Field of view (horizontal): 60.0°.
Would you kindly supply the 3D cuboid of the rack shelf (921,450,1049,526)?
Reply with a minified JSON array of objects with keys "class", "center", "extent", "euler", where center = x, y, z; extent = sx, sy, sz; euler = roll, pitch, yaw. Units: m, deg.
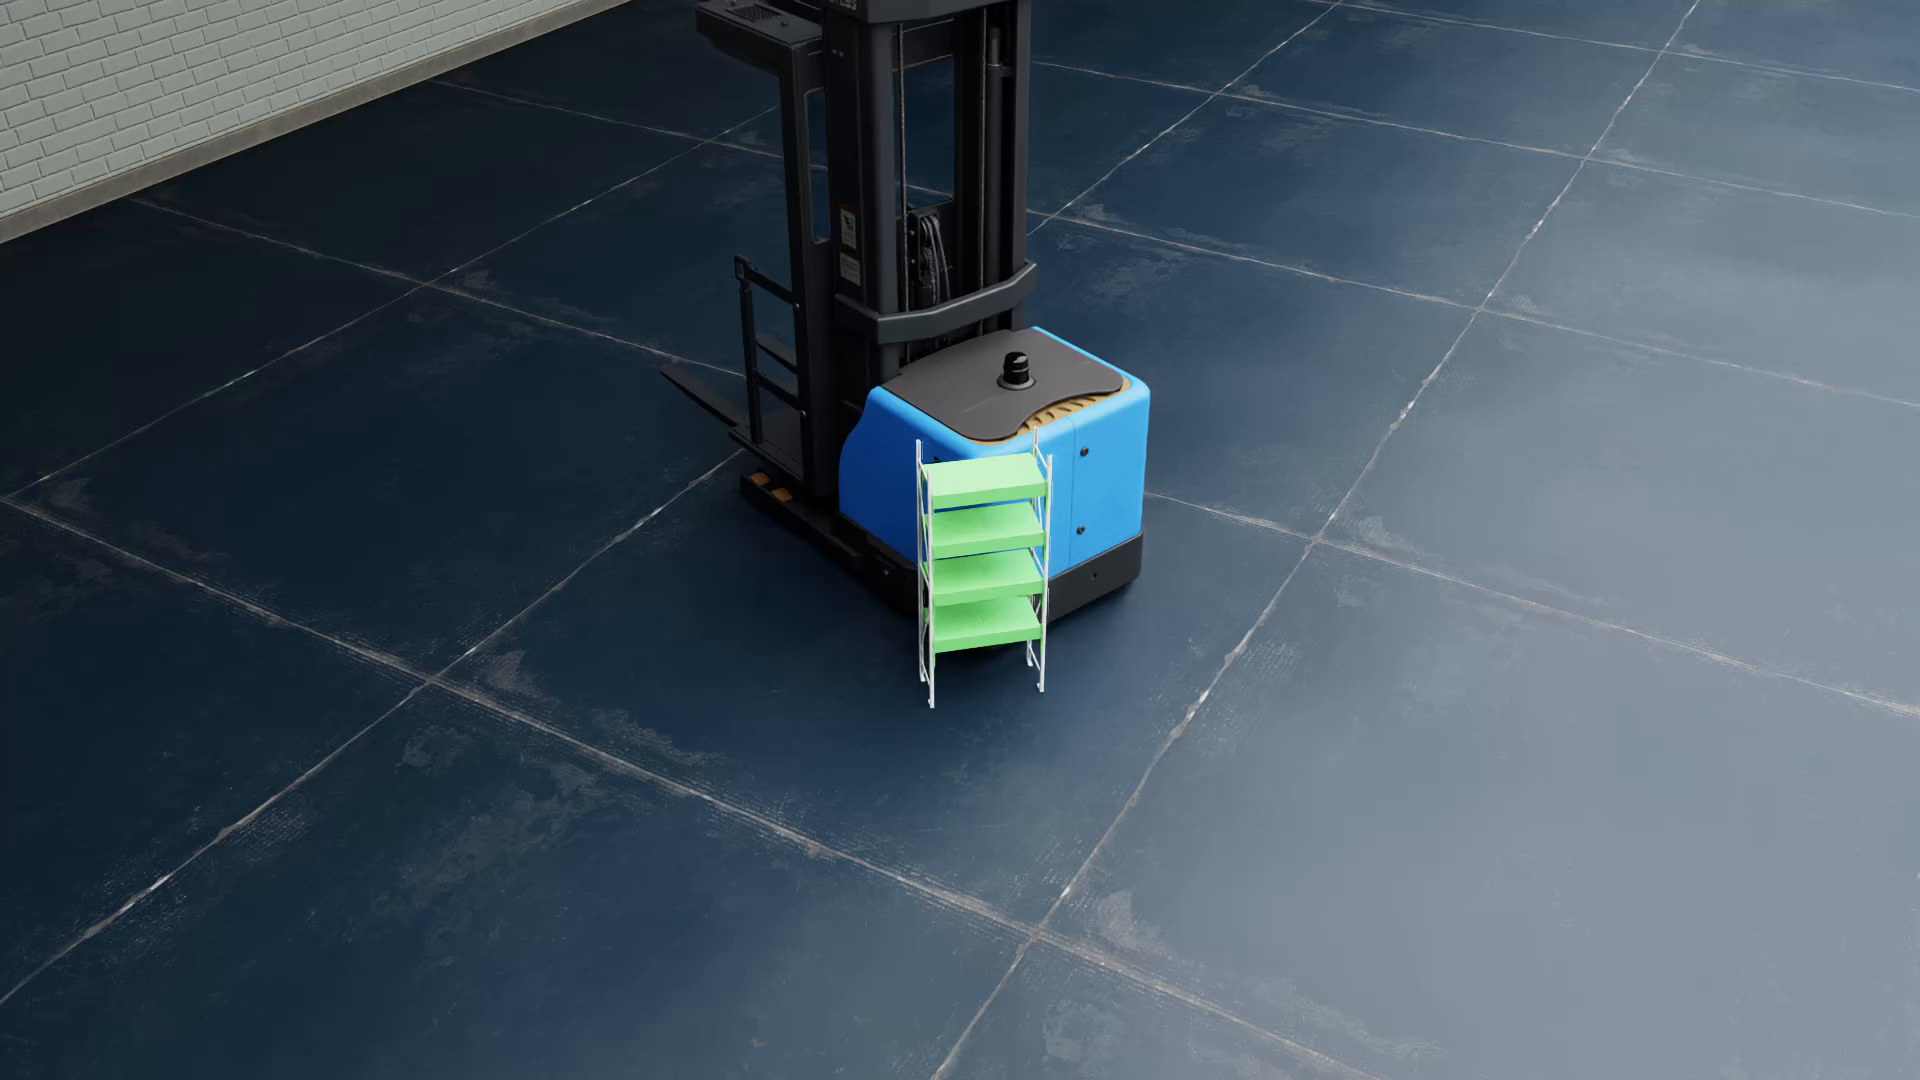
[{"class":"rack shelf","center":[0.094,-0.214,6.737],"extent":[0.480,0.148,0.258],"euler":[-7,35,-11]}]

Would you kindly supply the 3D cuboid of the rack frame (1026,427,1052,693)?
[{"class":"rack frame","center":[0.332,0.101,7.014],"extent":[0.015,1.200,0.240],"euler":[-7,35,-11]}]

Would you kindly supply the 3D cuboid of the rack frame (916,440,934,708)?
[{"class":"rack frame","center":[-0.144,0.161,6.925],"extent":[0.015,1.200,0.240],"euler":[-7,35,-11]}]

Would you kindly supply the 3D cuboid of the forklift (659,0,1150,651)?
[{"class":"forklift","center":[-0.466,-1.473,7.817],"extent":[1.130,2.935,3.031],"euler":[-25,41,-32]}]

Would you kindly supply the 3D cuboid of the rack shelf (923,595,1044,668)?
[{"class":"rack shelf","center":[0.093,0.383,7.139],"extent":[0.480,0.148,0.258],"euler":[-7,35,-11]}]

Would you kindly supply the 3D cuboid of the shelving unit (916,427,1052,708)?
[{"class":"shelving unit","center":[0.094,0.131,6.969],"extent":[0.503,1.200,0.258],"euler":[-7,35,-11]}]

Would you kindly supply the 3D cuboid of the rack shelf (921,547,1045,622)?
[{"class":"rack shelf","center":[0.093,0.184,7.005],"extent":[0.480,0.148,0.258],"euler":[-7,35,-11]}]

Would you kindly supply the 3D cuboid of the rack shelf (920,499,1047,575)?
[{"class":"rack shelf","center":[0.094,-0.015,6.871],"extent":[0.480,0.148,0.258],"euler":[-7,35,-11]}]
